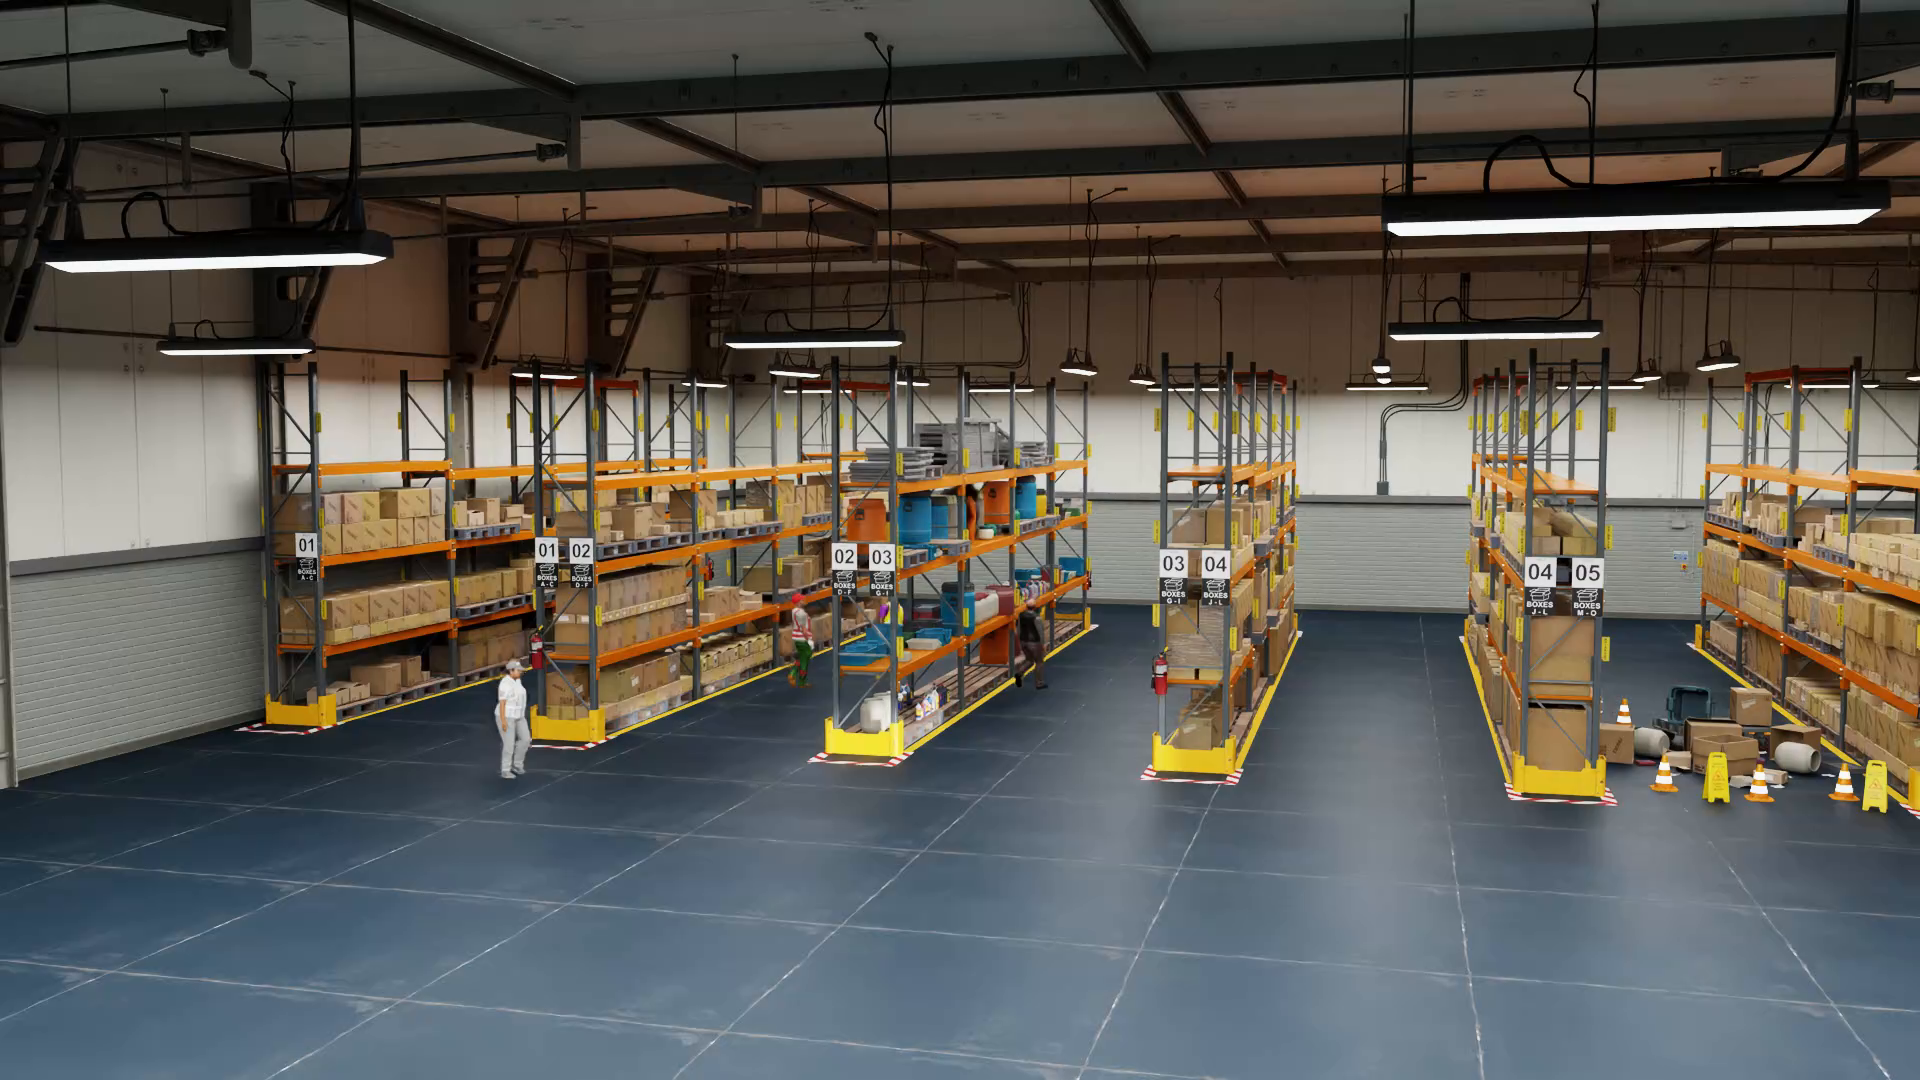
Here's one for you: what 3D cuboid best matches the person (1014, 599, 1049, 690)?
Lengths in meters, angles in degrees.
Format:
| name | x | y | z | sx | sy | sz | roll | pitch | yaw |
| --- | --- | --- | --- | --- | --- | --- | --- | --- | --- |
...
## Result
| name | x | y | z | sx | sy | sz | roll | pitch | yaw |
| --- | --- | --- | --- | --- | --- | --- | --- | --- | --- |
| person | 1.329 | 1.920 | 30.759 | 0.704 | 1.696 | 0.583 | -3 | 5 | -37 |

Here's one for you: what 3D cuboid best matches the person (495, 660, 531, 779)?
| name | x | y | z | sx | sy | sz | roll | pitch | yaw |
| --- | --- | --- | --- | --- | --- | --- | --- | --- | --- |
| person | -6.356 | 2.555 | 23.559 | 0.447 | 1.715 | 0.596 | 1 | 4 | 17 |

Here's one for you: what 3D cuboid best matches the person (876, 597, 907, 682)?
| name | x | y | z | sx | sy | sz | roll | pitch | yaw |
| --- | --- | --- | --- | --- | --- | --- | --- | --- | --- |
| person | -1.284 | 1.830 | 31.899 | 0.697 | 1.737 | 0.599 | -3 | 5 | -32 |

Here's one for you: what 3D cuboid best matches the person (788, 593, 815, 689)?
| name | x | y | z | sx | sy | sz | roll | pitch | yaw |
| --- | --- | --- | --- | --- | --- | --- | --- | --- | --- |
| person | -2.936 | 1.870 | 30.829 | 0.497 | 1.776 | 0.568 | -3 | 5 | -38 |
